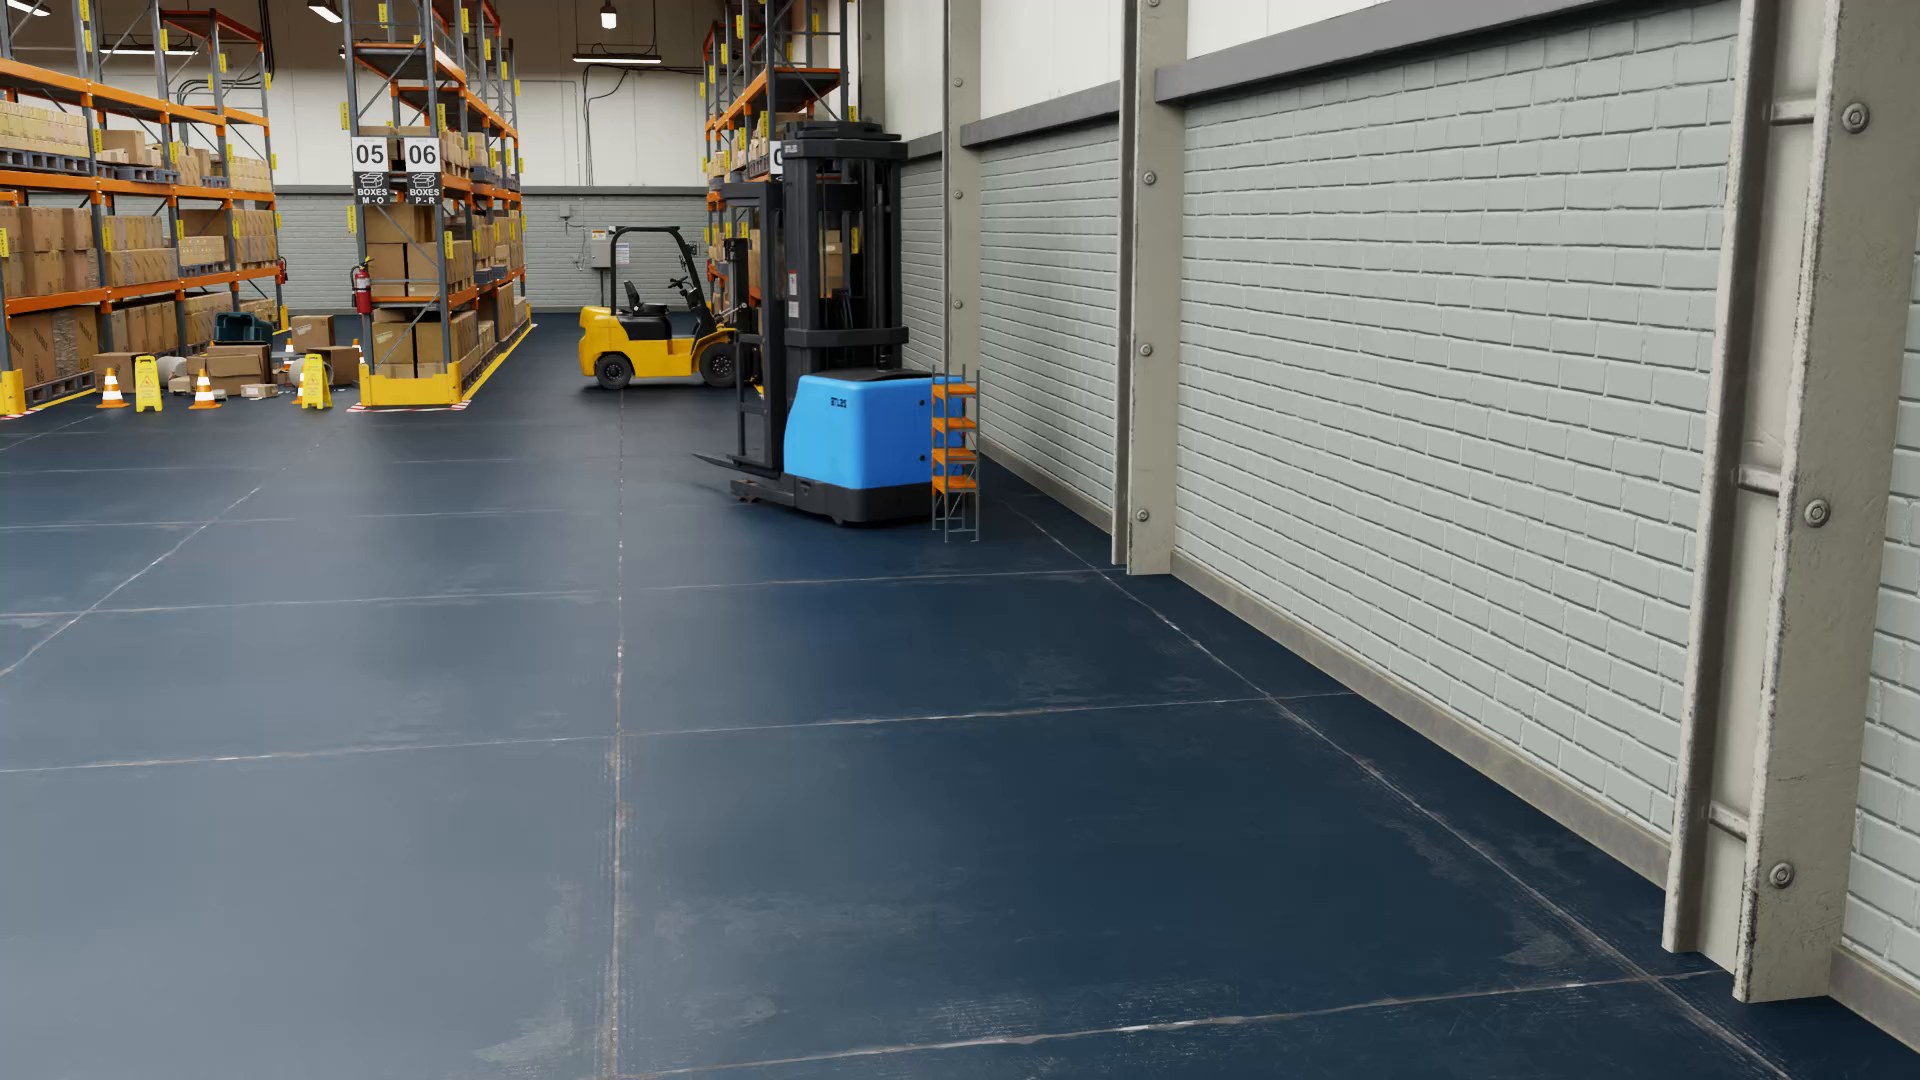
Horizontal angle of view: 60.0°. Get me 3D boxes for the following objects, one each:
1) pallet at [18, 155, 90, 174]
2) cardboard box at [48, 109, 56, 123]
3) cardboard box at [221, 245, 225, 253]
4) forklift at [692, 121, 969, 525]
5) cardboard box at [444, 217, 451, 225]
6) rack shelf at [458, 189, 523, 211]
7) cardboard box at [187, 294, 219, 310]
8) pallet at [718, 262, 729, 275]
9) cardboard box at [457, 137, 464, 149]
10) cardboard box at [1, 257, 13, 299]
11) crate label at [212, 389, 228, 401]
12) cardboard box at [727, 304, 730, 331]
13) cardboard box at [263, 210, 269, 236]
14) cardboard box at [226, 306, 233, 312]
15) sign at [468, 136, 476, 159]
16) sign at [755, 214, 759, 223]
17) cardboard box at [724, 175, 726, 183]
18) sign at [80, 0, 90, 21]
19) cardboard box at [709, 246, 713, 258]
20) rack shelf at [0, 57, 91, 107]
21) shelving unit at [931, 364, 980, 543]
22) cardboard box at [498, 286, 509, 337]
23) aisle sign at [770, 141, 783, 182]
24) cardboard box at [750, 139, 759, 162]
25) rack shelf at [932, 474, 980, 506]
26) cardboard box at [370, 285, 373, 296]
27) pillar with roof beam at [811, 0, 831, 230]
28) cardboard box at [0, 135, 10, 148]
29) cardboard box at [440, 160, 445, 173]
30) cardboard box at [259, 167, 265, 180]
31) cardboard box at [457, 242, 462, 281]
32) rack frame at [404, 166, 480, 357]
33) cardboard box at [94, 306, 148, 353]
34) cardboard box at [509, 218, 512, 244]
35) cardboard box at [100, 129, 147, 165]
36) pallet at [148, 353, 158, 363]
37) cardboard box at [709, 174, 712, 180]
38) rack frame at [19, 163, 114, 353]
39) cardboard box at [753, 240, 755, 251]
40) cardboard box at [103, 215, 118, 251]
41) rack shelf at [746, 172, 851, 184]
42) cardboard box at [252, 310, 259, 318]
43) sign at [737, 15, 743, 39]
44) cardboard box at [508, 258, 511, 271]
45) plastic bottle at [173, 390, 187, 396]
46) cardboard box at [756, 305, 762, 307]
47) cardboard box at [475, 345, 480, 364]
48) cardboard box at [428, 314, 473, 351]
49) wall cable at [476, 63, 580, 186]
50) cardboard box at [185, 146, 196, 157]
[{"bbox_3d":[-12.233,-4.967,21.985,1.003,0.211,1.213,-2,11,-11],"label":"pallet"},{"bbox_3d":[-11.753,-5.398,21.160,0.380,0.149,0.250,-2,11,-12],"label":"cardboard box"},{"bbox_3d":[-13.666,-5.318,30.368,0.380,0.149,0.250,-2,11,-9],"label":"cardboard box"},{"bbox_3d":[-1.191,-1.778,13.197,1.130,2.935,3.031,-7,13,-34],"label":"forklift"},{"bbox_3d":[-8.681,-5.245,28.291,0.500,0.500,0.500,-2,11,-13],"label":"cardboard box"},{"bbox_3d":[-9.491,-6.840,33.514,1.077,0.370,4.000,-2,11,-11],"label":"rack shelf"},{"bbox_3d":[-13.341,-4.183,29.207,0.500,0.250,0.500,-3,11,-14],"label":"cardboard box"},{"bbox_3d":[-3.656,-4.828,29.555,1.213,0.211,1.003,-2,11,-11],"label":"pallet"},{"bbox_3d":[-7.002,-5.439,22.767,0.380,0.149,0.250,-2,11,-9],"label":"cardboard box"},{"bbox_3d":[-11.720,-3.094,19.528,0.875,0.550,0.550,-2,11,-11],"label":"cardboard box"},{"bbox_3d":[-9.353,-1.817,20.878,0.250,0.136,0.298,-9,14,-40],"label":"crate label"},{"bbox_3d":[-4.059,-4.132,30.943,0.500,0.500,0.500,-3,11,-13],"label":"cardboard box"},{"bbox_3d":[-14.284,-6.407,33.599,0.500,0.500,0.500,-3,11,-13],"label":"cardboard box"},{"bbox_3d":[-13.546,-4.007,30.286,0.500,0.500,0.500,-2,11,-12],"label":"cardboard box"},{"bbox_3d":[-7.015,-5.635,23.873,0.100,0.325,0.005,-2,11,-11],"label":"sign"},{"bbox_3d":[-4.463,-7.009,36.555,0.100,0.325,0.005,-2,11,-11],"label":"sign"},{"bbox_3d":[-3.989,-6.470,30.046,0.500,0.250,0.500,-2,11,-11],"label":"cardboard box"},{"bbox_3d":[-11.832,-7.187,22.467,0.100,0.325,0.005,-2,11,-11],"label":"sign"},{"bbox_3d":[-5.188,-6.248,36.104,0.500,0.250,0.500,-2,11,-11],"label":"cardboard box"},{"bbox_3d":[-11.993,-5.718,20.665,1.077,0.370,4.000,-2,11,-11],"label":"rack shelf"},{"bbox_3d":[-0.032,-0.620,11.744,0.258,1.200,0.503,-2,11,-11],"label":"shelving unit"},{"bbox_3d":[-8.546,-4.076,29.647,0.875,0.875,0.875,-2,11,-10],"label":"cardboard box"},{"bbox_3d":[-2.175,-4.588,20.826,0.394,0.787,0.004,-2,11,-11],"label":"aisle sign"},{"bbox_3d":[-2.755,-5.591,23.874,0.500,0.311,0.500,-2,11,-10],"label":"cardboard box"},{"bbox_3d":[-0.032,-0.359,11.794,0.258,0.148,0.480,-2,11,-11],"label":"rack shelf"},{"bbox_3d":[-7.208,-3.132,20.803,0.380,0.149,0.250,-2,11,-12],"label":"cardboard box"},{"bbox_3d":[-6.541,-7.385,26.430,9.100,9.000,0.400,-2,11,-11],"label":"pillar with roof beam"},{"bbox_3d":[-11.406,-4.681,19.525,0.380,0.149,0.250,-2,11,-10],"label":"cardboard box"},{"bbox_3d":[-6.514,-4.575,20.361,0.380,0.149,0.250,-2,11,-11],"label":"cardboard box"},{"bbox_3d":[-14.276,-7.365,33.410,0.500,0.250,0.500,-2,11,-13],"label":"cardboard box"},{"bbox_3d":[-6.792,-3.633,21.698,0.500,0.500,0.500,-2,11,-12],"label":"cardboard box"},{"bbox_3d":[-7.546,-3.886,24.091,1.000,3.000,0.127,-2,11,-11],"label":"rack frame"},{"bbox_3d":[-12.774,-3.076,24.730,1.050,0.750,0.750,-2,11,-11],"label":"cardboard box"},{"bbox_3d":[-8.957,-5.990,32.202,0.500,0.500,0.500,-2,11,-11],"label":"cardboard box"},{"bbox_3d":[-12.547,-5.891,24.942,0.500,0.500,0.500,-2,11,-11],"label":"cardboard box"},{"bbox_3d":[-12.846,-2.681,25.216,1.003,0.211,1.213,-2,11,-11],"label":"pallet"},{"bbox_3d":[-4.987,-7.536,34.851,0.500,0.250,0.500,-2,11,-13],"label":"cardboard box"},{"bbox_3d":[-12.382,-3.688,23.048,1.000,3.000,0.127,-2,11,-11],"label":"rack frame"},{"bbox_3d":[-2.768,-4.225,23.869,0.380,0.149,0.250,-2,11,-10],"label":"cardboard box"},{"bbox_3d":[-12.586,-4.413,23.918,0.700,0.500,0.500,-2,11,-12],"label":"cardboard box"},{"bbox_3d":[-2.289,-4.821,22.903,1.077,0.370,4.000,-2,11,-11],"label":"rack shelf"},{"bbox_3d":[-13.981,-4.421,32.607,0.380,0.149,0.250,-2,11,-11],"label":"cardboard box"},{"bbox_3d":[-3.207,-7.490,24.272,0.100,0.325,0.005,-2,11,-11],"label":"sign"},{"bbox_3d":[-8.767,-5.207,31.430,0.500,0.250,0.500,-2,11,-12],"label":"cardboard box"},{"bbox_3d":[-10.134,-1.914,21.591,0.133,0.061,0.283,-6,13,-31],"label":"plastic bottle"},{"bbox_3d":[-3.213,-3.606,27.849,0.875,0.625,0.625,-2,11,-9],"label":"cardboard box"},{"bbox_3d":[-7.167,-2.643,23.791,0.500,0.250,0.500,-2,11,-8],"label":"cardboard box"},{"bbox_3d":[-6.966,-2.824,22.739,0.500,0.500,0.500,-2,11,-8],"label":"cardboard box"},{"bbox_3d":[-10.524,-10.094,40.662,2.355,3.000,0.029,-2,11,-11],"label":"wall cable"},{"bbox_3d":[-13.766,-6.597,28.914,0.797,0.503,0.637,-2,11,-12],"label":"cardboard box"}]
